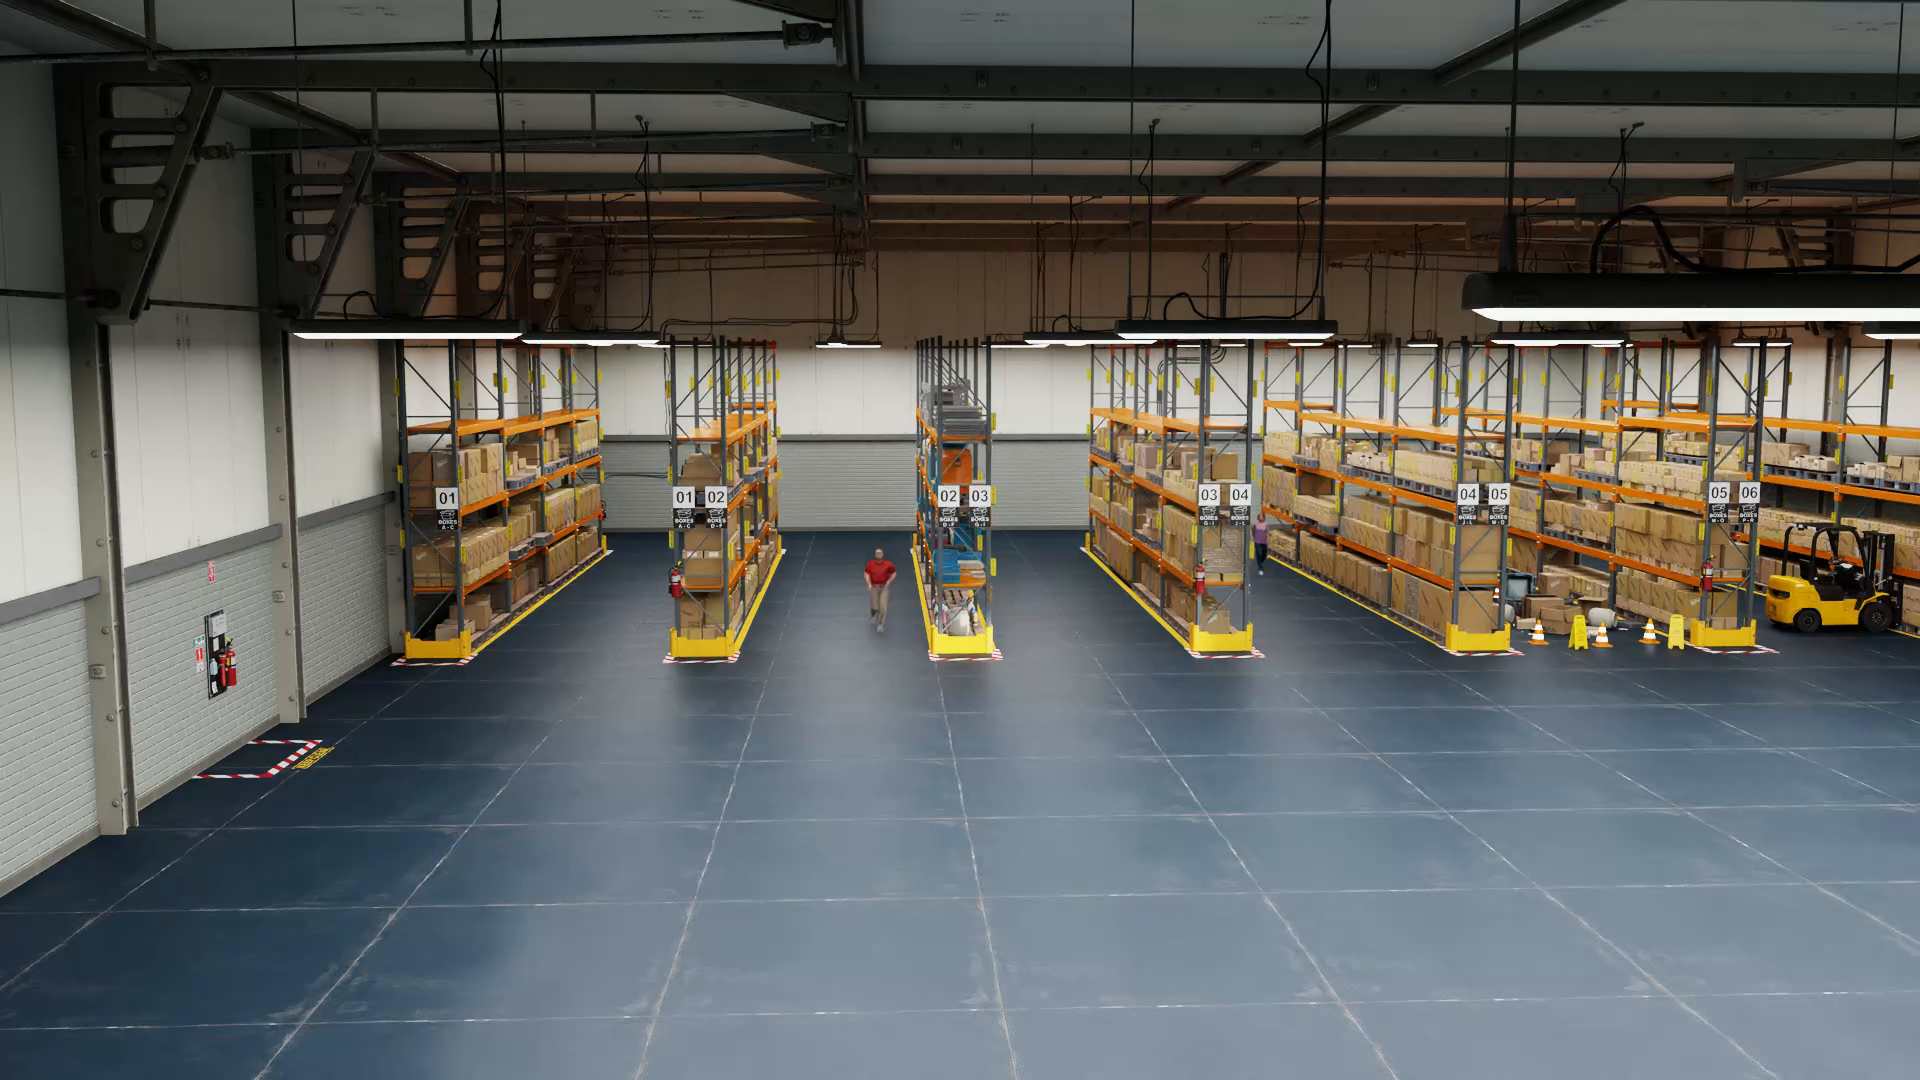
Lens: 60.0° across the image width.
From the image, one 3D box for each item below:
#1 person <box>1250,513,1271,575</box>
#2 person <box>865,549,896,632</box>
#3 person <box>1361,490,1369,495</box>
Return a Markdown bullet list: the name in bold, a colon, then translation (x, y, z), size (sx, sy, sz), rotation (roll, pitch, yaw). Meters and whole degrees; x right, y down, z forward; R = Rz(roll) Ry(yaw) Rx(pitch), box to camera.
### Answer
- **person**: translation (7.713, 0.083, 42.712), size (0.547, 1.571, 0.841), rotation (0, 6, -1)
- **person**: translation (-1.634, 1.017, 34.162), size (0.653, 1.700, 0.647), rotation (0, 6, 2)
- **person**: translation (12.025, -0.670, 49.310), size (0.573, 1.602, 0.628), rotation (0, 7, -4)
